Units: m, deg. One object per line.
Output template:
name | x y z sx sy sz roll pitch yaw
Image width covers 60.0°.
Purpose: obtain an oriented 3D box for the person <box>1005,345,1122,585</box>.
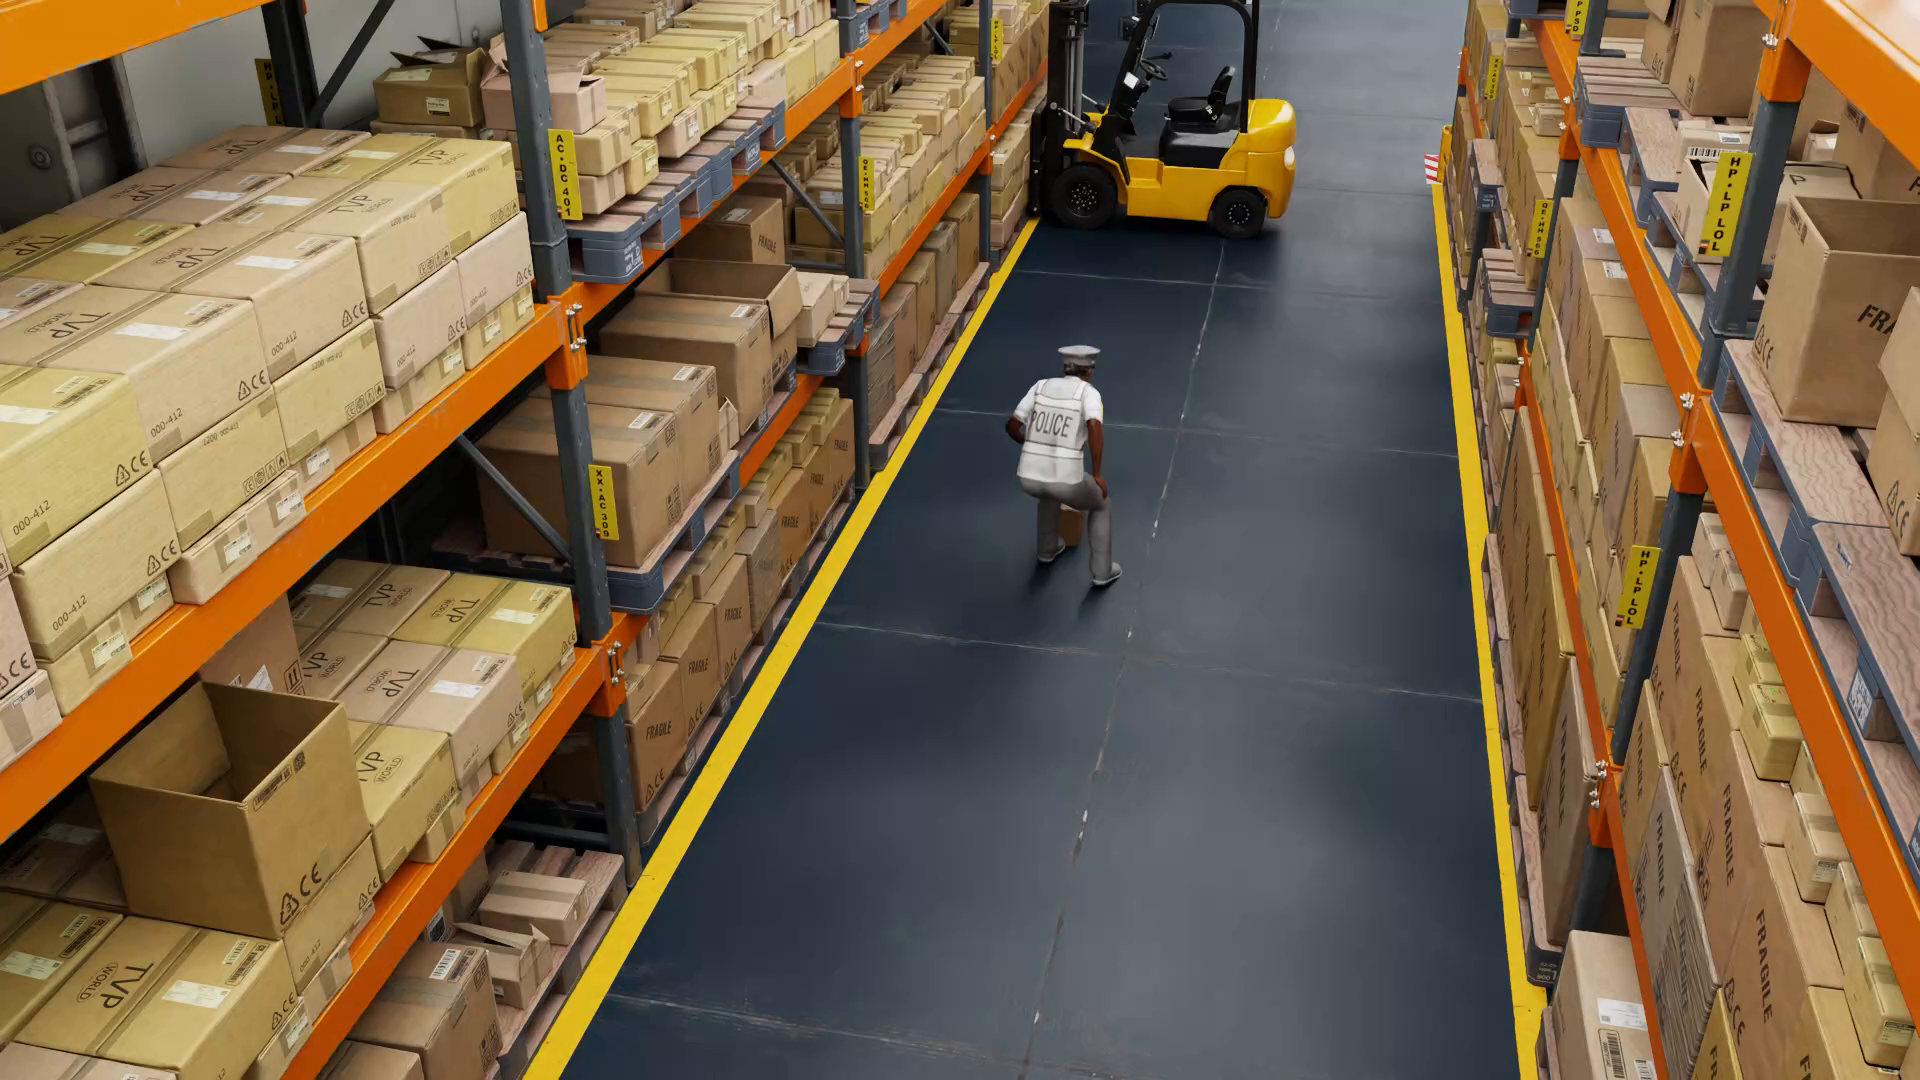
person | 0.610 -0.402 9.636 0.692 1.382 0.708 15 32 25
